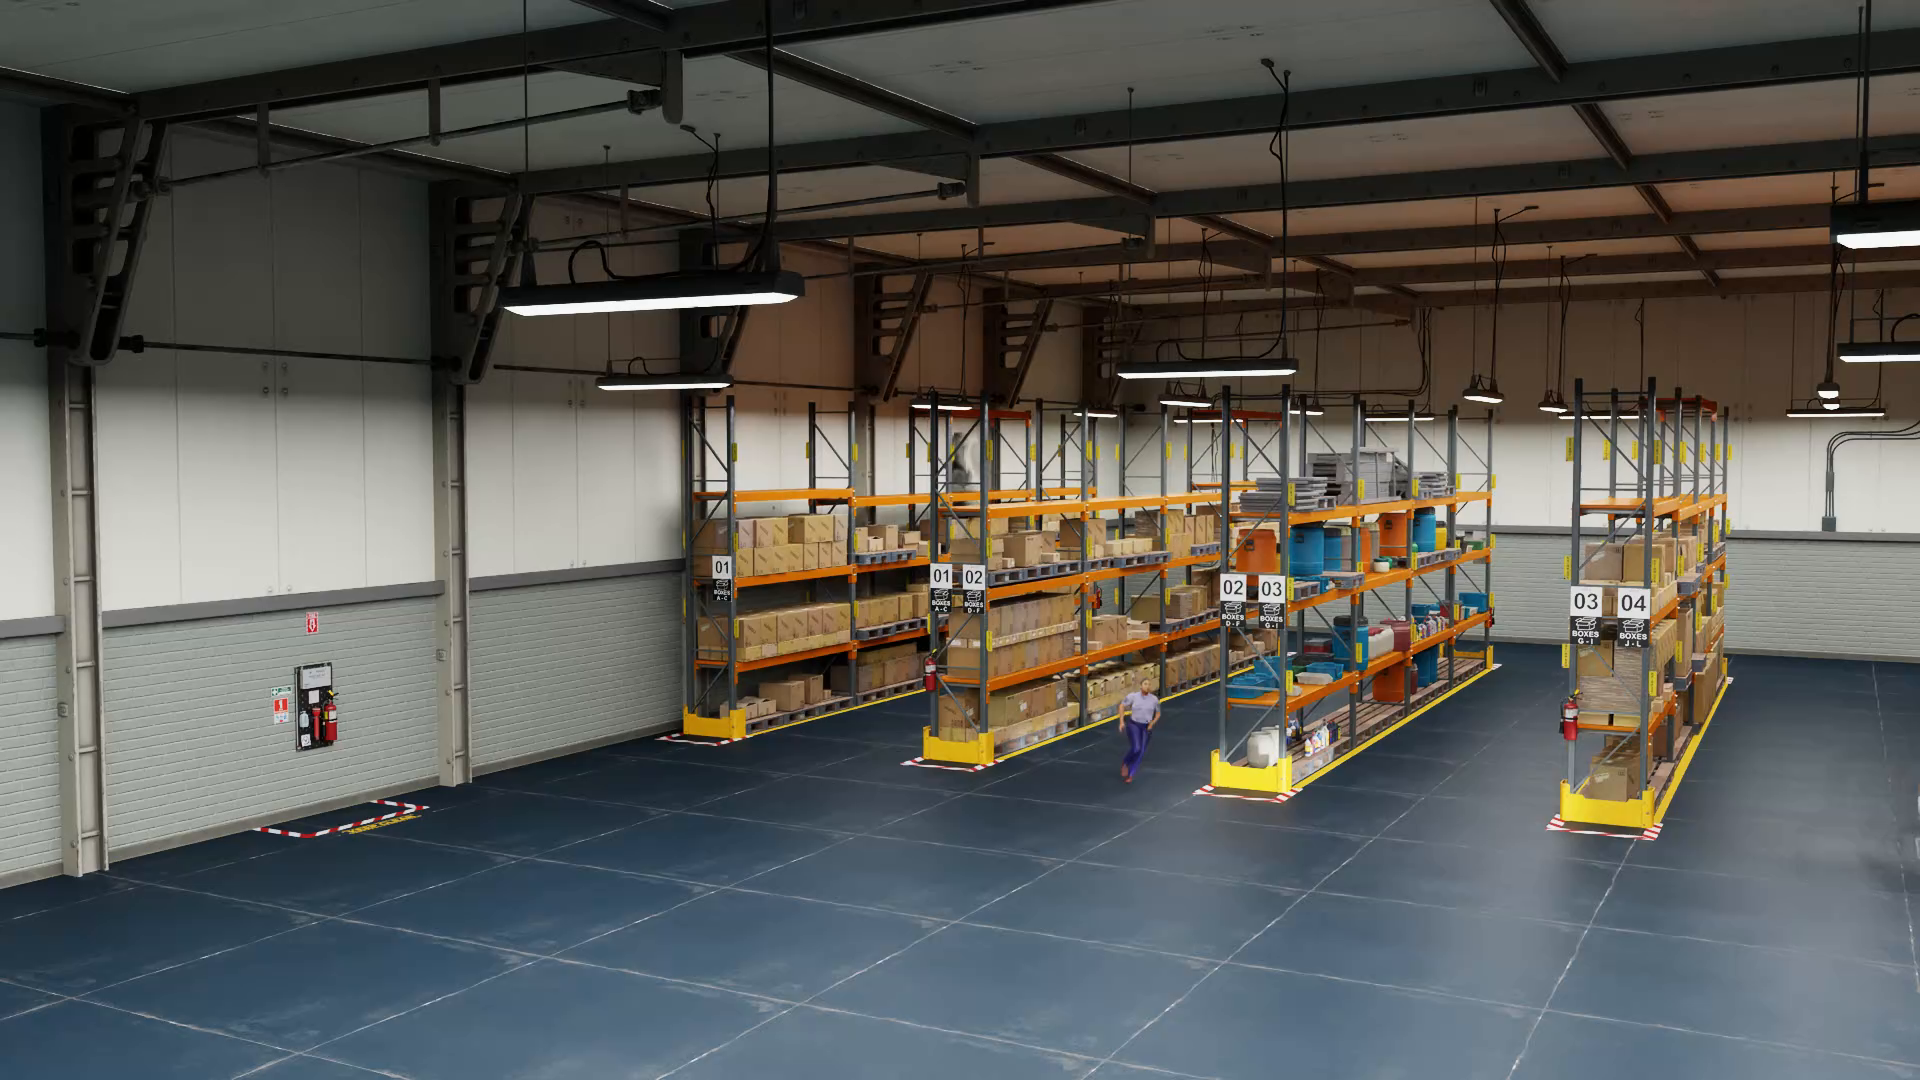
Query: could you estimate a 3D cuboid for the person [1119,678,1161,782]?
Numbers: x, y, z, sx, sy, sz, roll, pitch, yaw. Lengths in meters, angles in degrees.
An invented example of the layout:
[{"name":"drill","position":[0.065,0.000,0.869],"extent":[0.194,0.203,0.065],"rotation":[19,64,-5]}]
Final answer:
[{"name":"person","position":[2.749,2.884,25.184],"extent":[0.630,1.578,0.567],"rotation":[0,3,-9]}]
